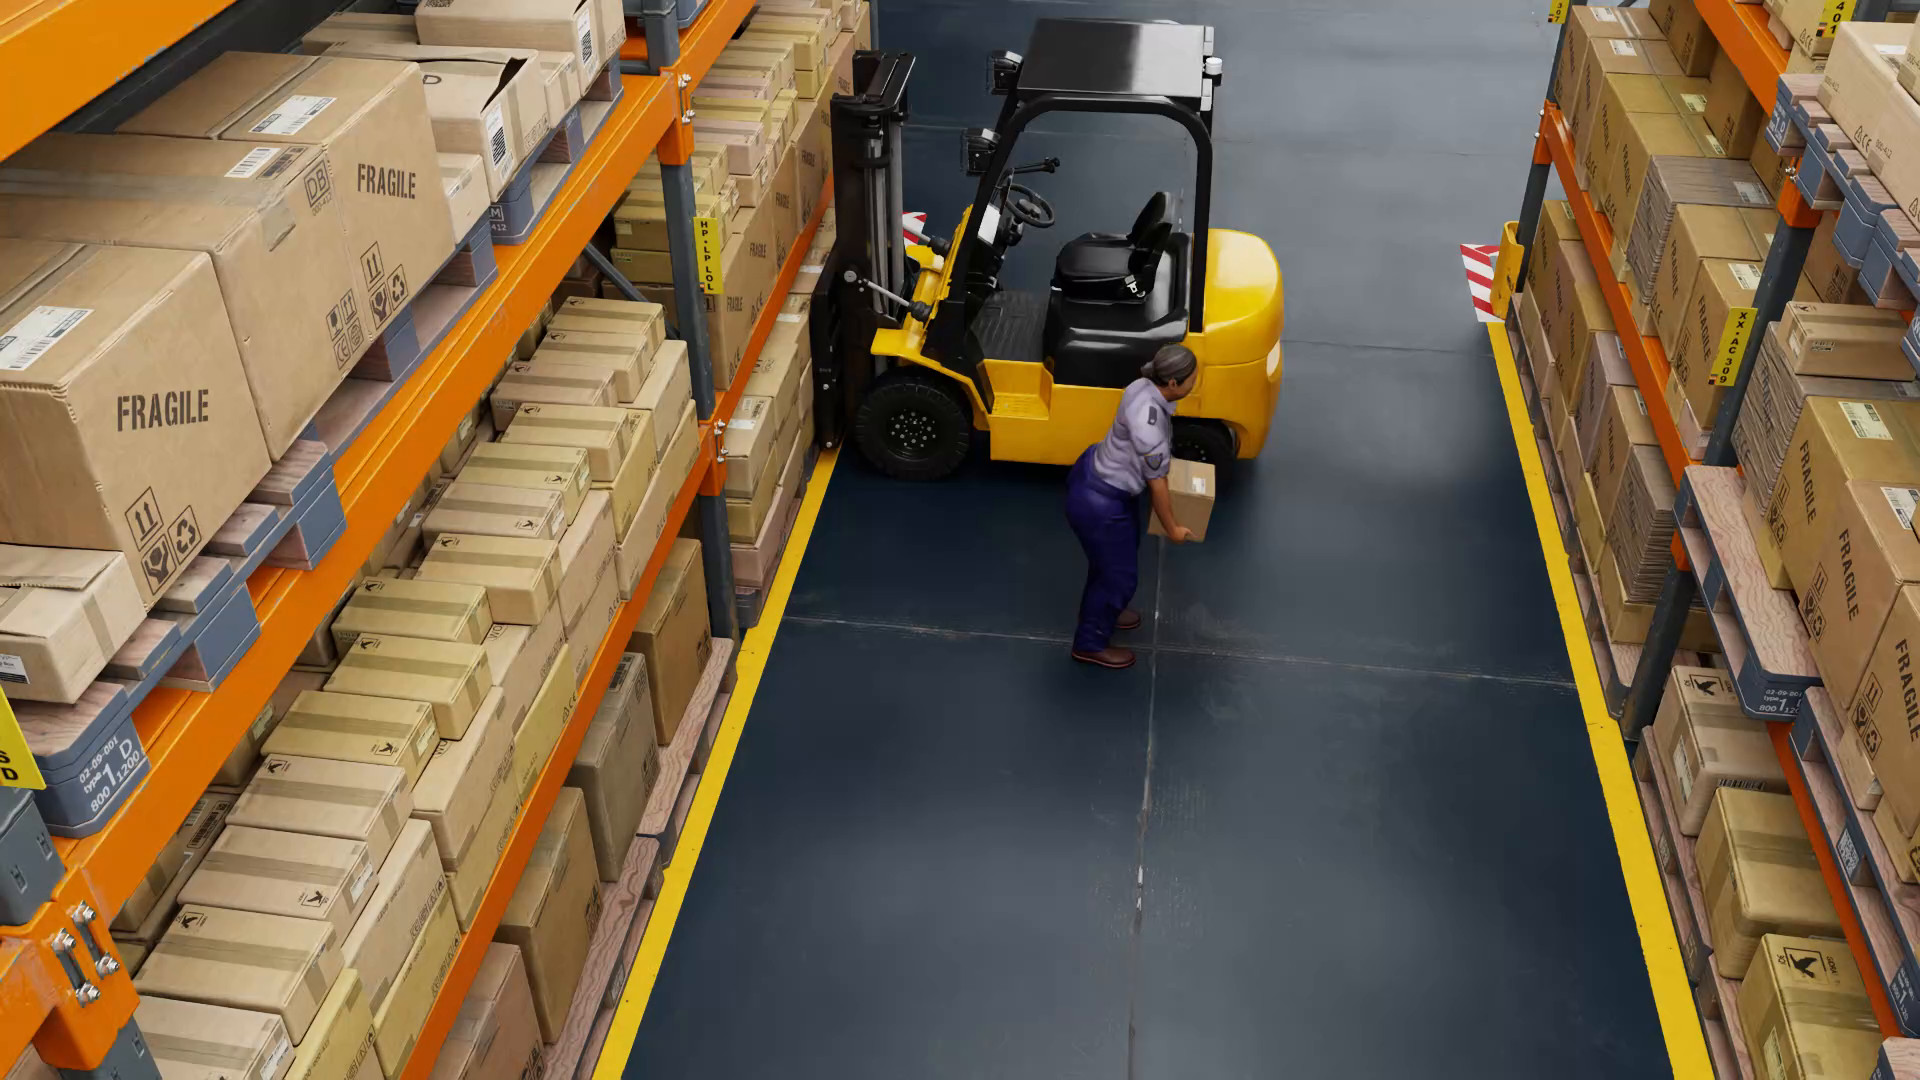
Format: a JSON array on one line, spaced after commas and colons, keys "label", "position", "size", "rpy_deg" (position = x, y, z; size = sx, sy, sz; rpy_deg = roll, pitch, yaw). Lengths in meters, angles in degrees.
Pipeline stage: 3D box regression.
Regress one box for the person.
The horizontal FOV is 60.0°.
[{"label": "person", "position": [0.755, -0.161, 7.328], "size": [0.583, 1.588, 0.441], "rpy_deg": [4, 37, 5]}]
